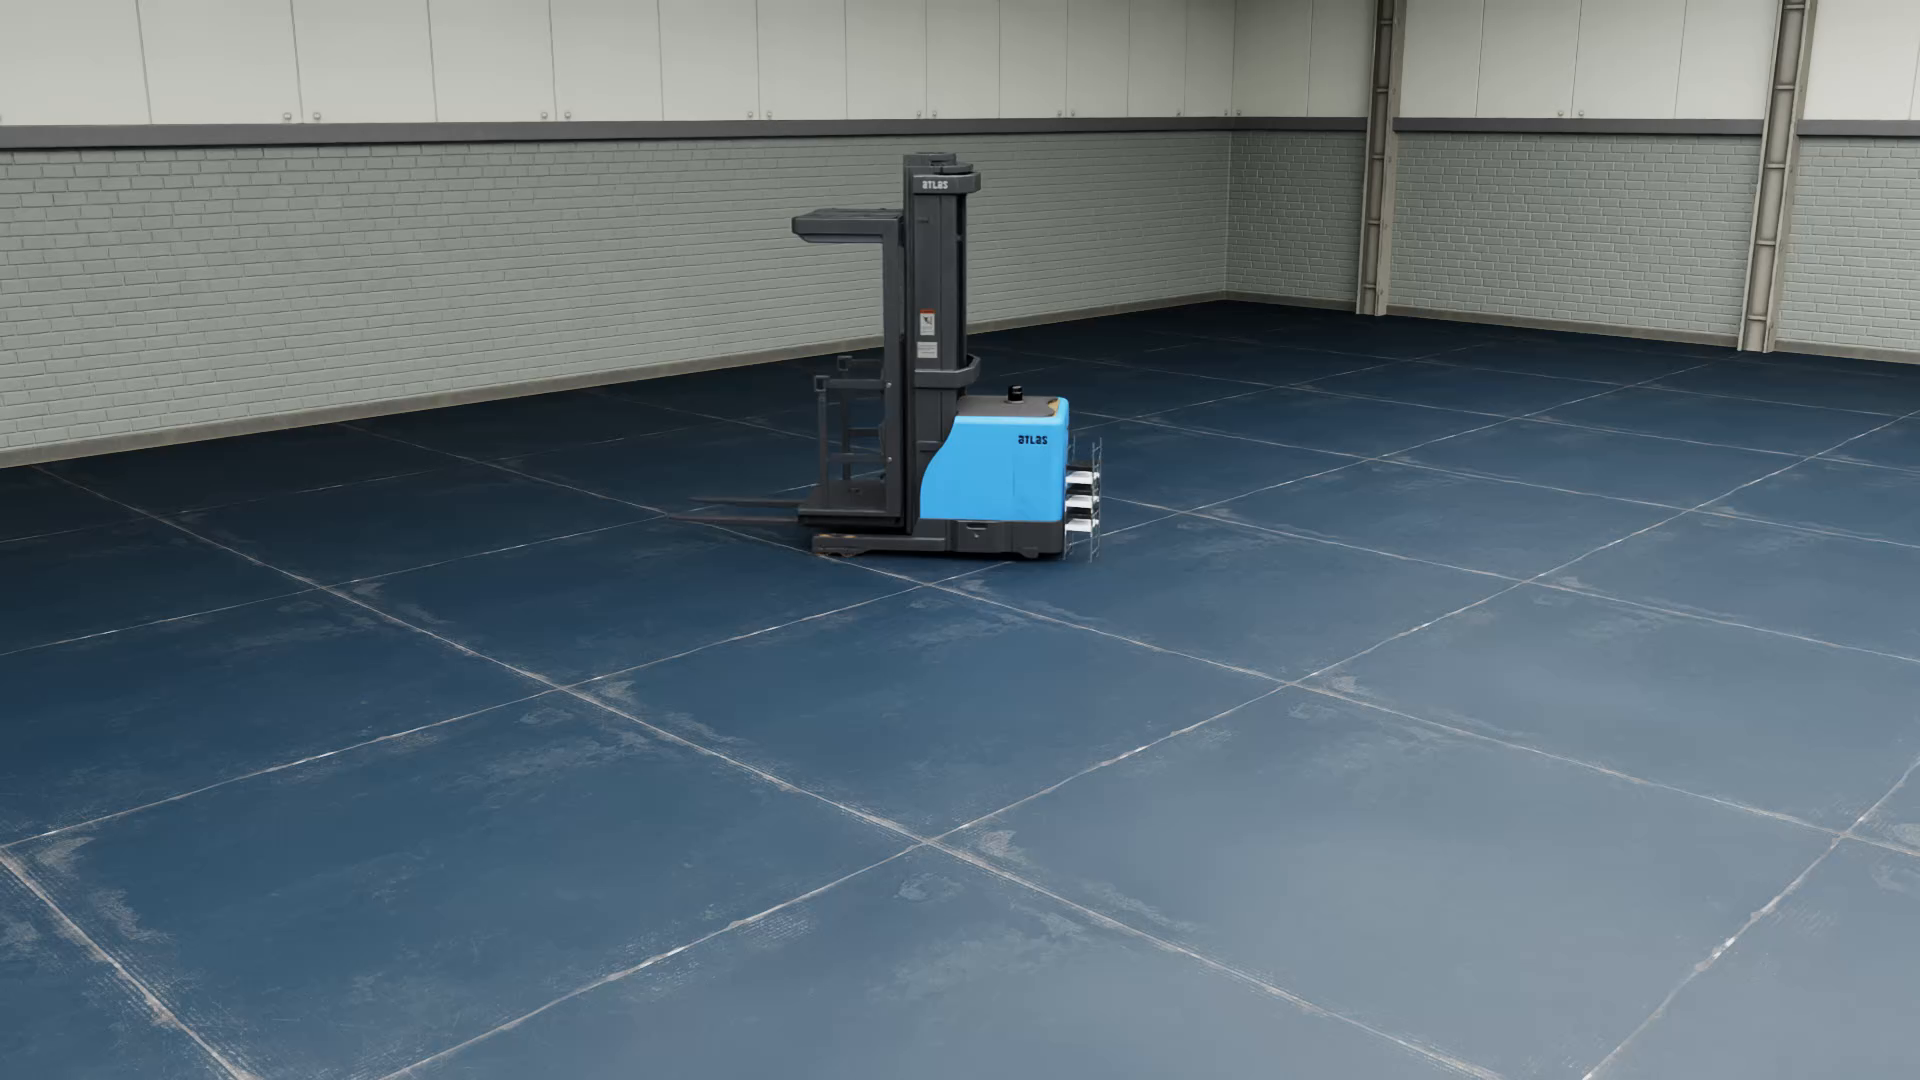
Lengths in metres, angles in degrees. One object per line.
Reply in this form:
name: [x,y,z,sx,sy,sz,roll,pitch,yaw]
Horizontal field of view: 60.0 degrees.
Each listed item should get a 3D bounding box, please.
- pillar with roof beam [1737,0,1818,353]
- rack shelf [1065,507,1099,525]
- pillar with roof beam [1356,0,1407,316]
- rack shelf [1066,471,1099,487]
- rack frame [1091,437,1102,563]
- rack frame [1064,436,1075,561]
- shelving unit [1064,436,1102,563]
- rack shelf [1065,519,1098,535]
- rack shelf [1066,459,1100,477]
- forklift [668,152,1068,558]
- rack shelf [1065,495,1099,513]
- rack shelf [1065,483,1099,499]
pillar with roof beam: [8.015,-6.195,18.861,0.400,9.000,9.100,14,20,42]
rack shelf: [0.909,-0.184,12.342,0.200,0.077,0.258,5,15,17]
pillar with roof beam: [3.695,-7.245,22.891,0.400,9.000,9.100,14,20,42]
rack shelf: [0.909,-0.445,12.274,0.200,0.077,0.258,5,15,17]
rack frame: [1.005,-0.295,12.280,0.006,0.900,0.240,5,15,17]
rack frame: [0.812,-0.311,12.341,0.006,0.900,0.240,5,15,17]
shelving unit: [0.909,-0.303,12.311,0.210,0.900,0.258,5,15,17]
rack shelf: [0.909,-0.097,12.364,0.200,0.077,0.258,5,15,17]
rack shelf: [0.909,-0.532,12.251,0.200,0.077,0.258,5,15,17]
forklift: [-0.695,-1.418,12.562,3.031,2.935,1.130,1,15,6]
rack shelf: [0.909,-0.271,12.319,0.200,0.077,0.258,5,15,17]
rack shelf: [0.909,-0.358,12.297,0.200,0.077,0.258,5,15,17]
